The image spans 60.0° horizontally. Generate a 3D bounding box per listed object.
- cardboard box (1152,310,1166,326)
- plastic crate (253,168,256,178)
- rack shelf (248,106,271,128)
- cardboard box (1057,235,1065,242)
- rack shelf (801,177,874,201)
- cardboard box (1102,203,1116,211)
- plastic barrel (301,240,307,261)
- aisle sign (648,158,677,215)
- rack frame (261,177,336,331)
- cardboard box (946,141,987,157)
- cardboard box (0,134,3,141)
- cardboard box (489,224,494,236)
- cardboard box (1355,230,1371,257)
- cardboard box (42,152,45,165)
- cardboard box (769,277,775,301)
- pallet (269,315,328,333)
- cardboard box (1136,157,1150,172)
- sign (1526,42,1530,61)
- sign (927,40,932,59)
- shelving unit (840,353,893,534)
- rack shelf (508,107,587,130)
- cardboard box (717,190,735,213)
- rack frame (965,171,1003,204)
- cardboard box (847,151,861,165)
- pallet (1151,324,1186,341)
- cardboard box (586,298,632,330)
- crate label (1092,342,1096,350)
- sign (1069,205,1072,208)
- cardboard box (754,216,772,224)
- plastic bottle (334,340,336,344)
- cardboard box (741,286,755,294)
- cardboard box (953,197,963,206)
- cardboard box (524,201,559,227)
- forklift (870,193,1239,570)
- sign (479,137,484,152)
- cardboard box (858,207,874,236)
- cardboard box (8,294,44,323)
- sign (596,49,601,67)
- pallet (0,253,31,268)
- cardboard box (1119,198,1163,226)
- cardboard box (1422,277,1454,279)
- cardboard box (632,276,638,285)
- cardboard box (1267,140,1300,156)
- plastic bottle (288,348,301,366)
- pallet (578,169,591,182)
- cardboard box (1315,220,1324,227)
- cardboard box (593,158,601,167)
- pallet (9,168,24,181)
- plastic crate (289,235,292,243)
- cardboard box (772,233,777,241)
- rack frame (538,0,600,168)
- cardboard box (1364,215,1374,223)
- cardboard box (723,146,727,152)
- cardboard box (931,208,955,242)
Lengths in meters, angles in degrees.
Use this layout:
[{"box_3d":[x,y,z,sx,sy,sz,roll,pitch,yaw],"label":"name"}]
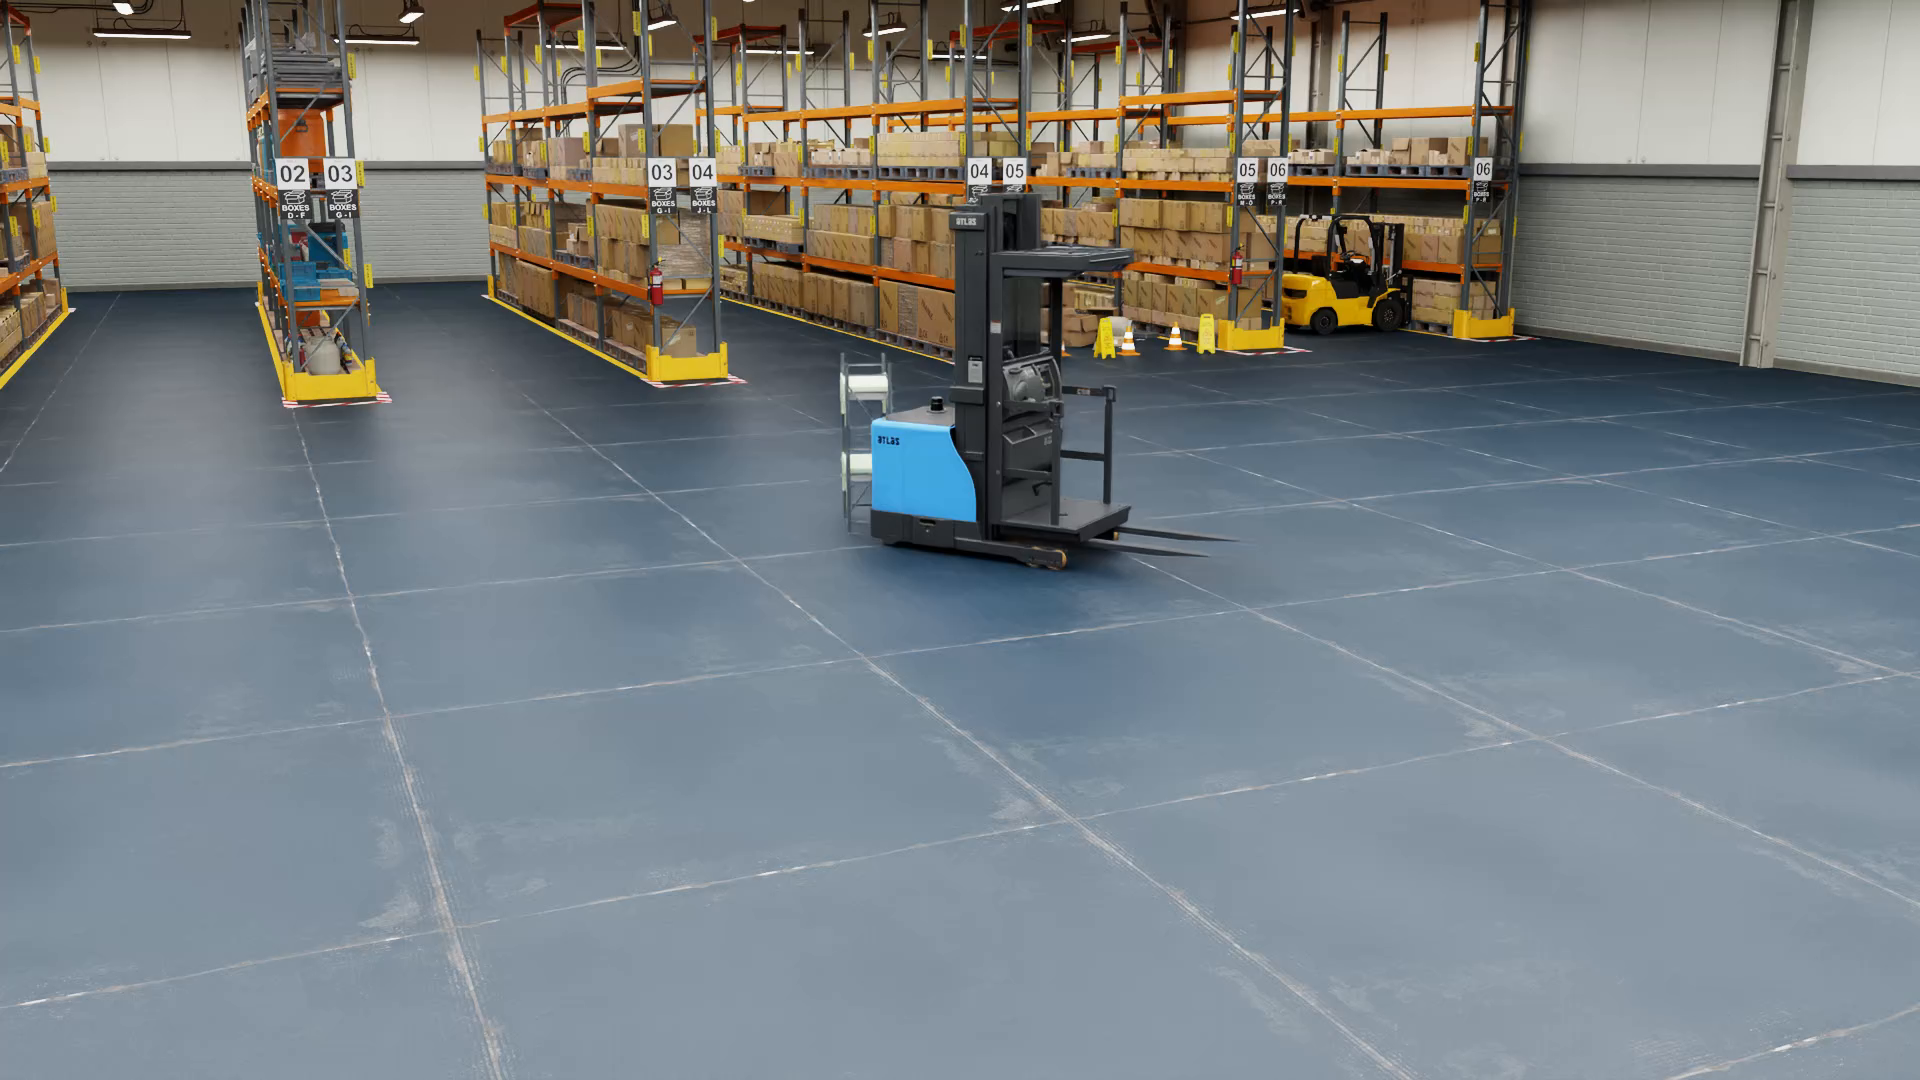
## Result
[{"box_3d":[3.872,-4.087,30.544,0.500,0.250,0.500,-6,14,-24],"label":"cardboard box"},{"box_3d":[-13.825,-7.316,33.145,0.450,0.188,0.662,-6,14,-23],"label":"plastic crate"},{"box_3d":[-12.578,-7.862,30.863,1.077,0.370,4.000,-6,14,-23],"label":"rack shelf"},{"box_3d":[2.211,-6.188,34.081,0.380,0.149,0.250,-5,14,-20],"label":"cardboard box"},{"box_3d":[-1.852,-6.643,31.364,1.077,0.370,4.000,-6,14,-23],"label":"rack shelf"},{"box_3d":[3.050,-6.646,33.180,0.380,0.149,0.250,-5,14,-20],"label":"cardboard box"},{"box_3d":[-11.169,-4.932,28.780,0.421,0.512,0.421,0,13,0],"label":"plastic barrel"},{"box_3d":[-4.284,-5.092,23.954,0.394,0.787,0.004,-6,14,-23],"label":"aisle sign"},{"box_3d":[-11.776,-5.071,29.628,1.000,3.000,0.127,-6,14,-23],"label":"rack frame"},{"box_3d":[0.099,-6.155,26.179,0.500,0.250,0.500,-5,14,-22],"label":"cardboard box"},{"box_3d":[-17.496,-6.967,29.795,0.600,0.600,0.600,-6,14,-24],"label":"cardboard box"},{"box_3d":[-10.498,-7.120,38.152,0.500,0.250,0.500,-6,14,-24],"label":"cardboard box"},{"box_3d":[8.153,-5.864,32.830,0.500,0.500,0.500,-5,14,-22],"label":"cardboard box"},{"box_3d":[-19.082,-7.826,34.103,0.500,0.250,0.500,-6,14,-23],"label":"cardboard box"},{"box_3d":[-3.767,-5.366,35.514,0.500,0.500,0.500,-5,14,-22],"label":"cardboard box"},{"box_3d":[-12.615,-4.123,31.717,1.003,0.211,1.213,-6,14,-23],"label":"pallet"},{"box_3d":[3.585,-6.899,30.546,0.500,0.250,0.500,-6,14,-23],"label":"cardboard box"},{"box_3d":[10.104,-8.714,29.639,0.100,0.325,0.005,-6,14,-23],"label":"sign"},{"box_3d":[-0.532,-8.619,29.231,0.100,0.325,0.005,-6,14,-23],"label":"sign"},{"box_3d":[-0.831,-0.870,14.801,0.431,1.500,0.755,-2,13,-6],"label":"shelving unit"},{"box_3d":[-8.039,-8.309,32.796,1.077,0.370,4.000,-6,14,-23],"label":"rack shelf"},{"box_3d":[-5.318,-7.844,38.511,0.500,0.500,0.500,-6,14,-25],"label":"cardboard box"},{"box_3d":[0.552,-4.293,26.265,1.000,3.000,0.127,-6,14,-23],"label":"rack frame"},{"box_3d":[-1.747,-6.996,30.472,0.500,0.250,0.500,-6,14,-23],"label":"cardboard box"},{"box_3d":[4.238,-3.841,30.496,1.003,0.211,1.213,-6,14,-23],"label":"pallet"},{"box_3d":[-6.260,-4.033,29.711,0.700,0.500,0.500,-7,15,-28],"label":"cardboard box"},{"box_3d":[2.440,-3.325,28.431,0.298,0.136,0.250,9,16,35],"label":"crate label"},{"box_3d":[2.335,-6.990,35.527,0.100,0.325,0.005,-6,14,-23],"label":"sign"},{"box_3d":[-4.204,-6.859,35.660,0.380,0.149,0.250,-6,14,-24],"label":"cardboard box"},{"box_3d":[-9.529,-2.908,25.329,0.061,0.283,0.133,-6,14,-23],"label":"plastic bottle"},{"box_3d":[-4.725,-5.638,37.468,0.380,0.149,0.250,-5,14,-22],"label":"cardboard box"},{"box_3d":[0.153,-7.659,38.370,0.500,0.500,0.500,-5,14,-22],"label":"cardboard box"},{"box_3d":[-8.577,-6.751,34.440,0.797,0.503,0.637,-6,14,-24],"label":"cardboard box"},{"box_3d":[0.773,-1.322,13.580,3.031,2.935,1.130,7,15,29],"label":"forklift"},{"box_3d":[-10.954,-9.048,38.045,0.100,0.325,0.005,-6,14,-23],"label":"sign"},{"box_3d":[-1.463,-5.863,30.611,0.700,0.500,0.500,-6,14,-24],"label":"cardboard box"},{"box_3d":[-17.268,-4.268,30.728,0.500,0.500,0.500,-6,14,-23],"label":"cardboard box"},{"box_3d":[-6.745,-8.986,30.991,0.100,0.325,0.005,-6,14,-23],"label":"sign"},{"box_3d":[-17.100,-4.932,29.454,1.003,0.211,1.213,-6,14,-23],"label":"pallet"},{"box_3d":[3.422,-6.157,31.223,0.700,0.500,0.500,-6,14,-24],"label":"cardboard box"},{"box_3d":[9.180,-4.886,31.776,0.500,0.250,0.500,-6,14,-23],"label":"cardboard box"},{"box_3d":[-4.853,-4.040,25.731,0.380,0.149,0.250,-6,14,-23],"label":"cardboard box"},{"box_3d":[6.863,-8.244,35.310,0.500,0.500,0.500,-5,14,-22],"label":"cardboard box"},{"box_3d":[-9.785,-2.700,24.448,0.152,0.276,0.135,-6,14,-23],"label":"plastic bottle"},{"box_3d":[-5.786,-6.199,28.266,1.213,0.211,1.003,-6,14,-23],"label":"pallet"},{"box_3d":[7.531,-6.503,34.155,0.380,0.149,0.250,-6,14,-24],"label":"cardboard box"},{"box_3d":[-5.788,-6.180,27.214,0.380,0.149,0.250,-6,14,-25],"label":"cardboard box"},{"box_3d":[-17.304,-6.466,29.418,1.213,0.211,1.003,-6,14,-23],"label":"pallet"},{"box_3d":[-13.822,-6.201,34.640,0.437,0.282,0.530,-6,14,-23],"label":"plastic crate"},{"box_3d":[-3.679,-6.300,34.564,0.380,0.149,0.250,-6,14,-25],"label":"cardboard box"},{"box_3d":[-7.238,-8.441,30.884,1.000,3.000,0.127,-6,14,-23],"label":"rack frame"},{"box_3d":[8.154,-6.293,32.588,0.380,0.149,0.250,-5,14,-22],"label":"cardboard box"},{"box_3d":[-5.173,-8.903,37.871,0.380,0.149,0.250,-6,14,-23],"label":"cardboard box"},{"box_3d":[0.034,-5.205,27.481,0.875,0.550,0.550,-6,14,-23],"label":"cardboard box"}]
